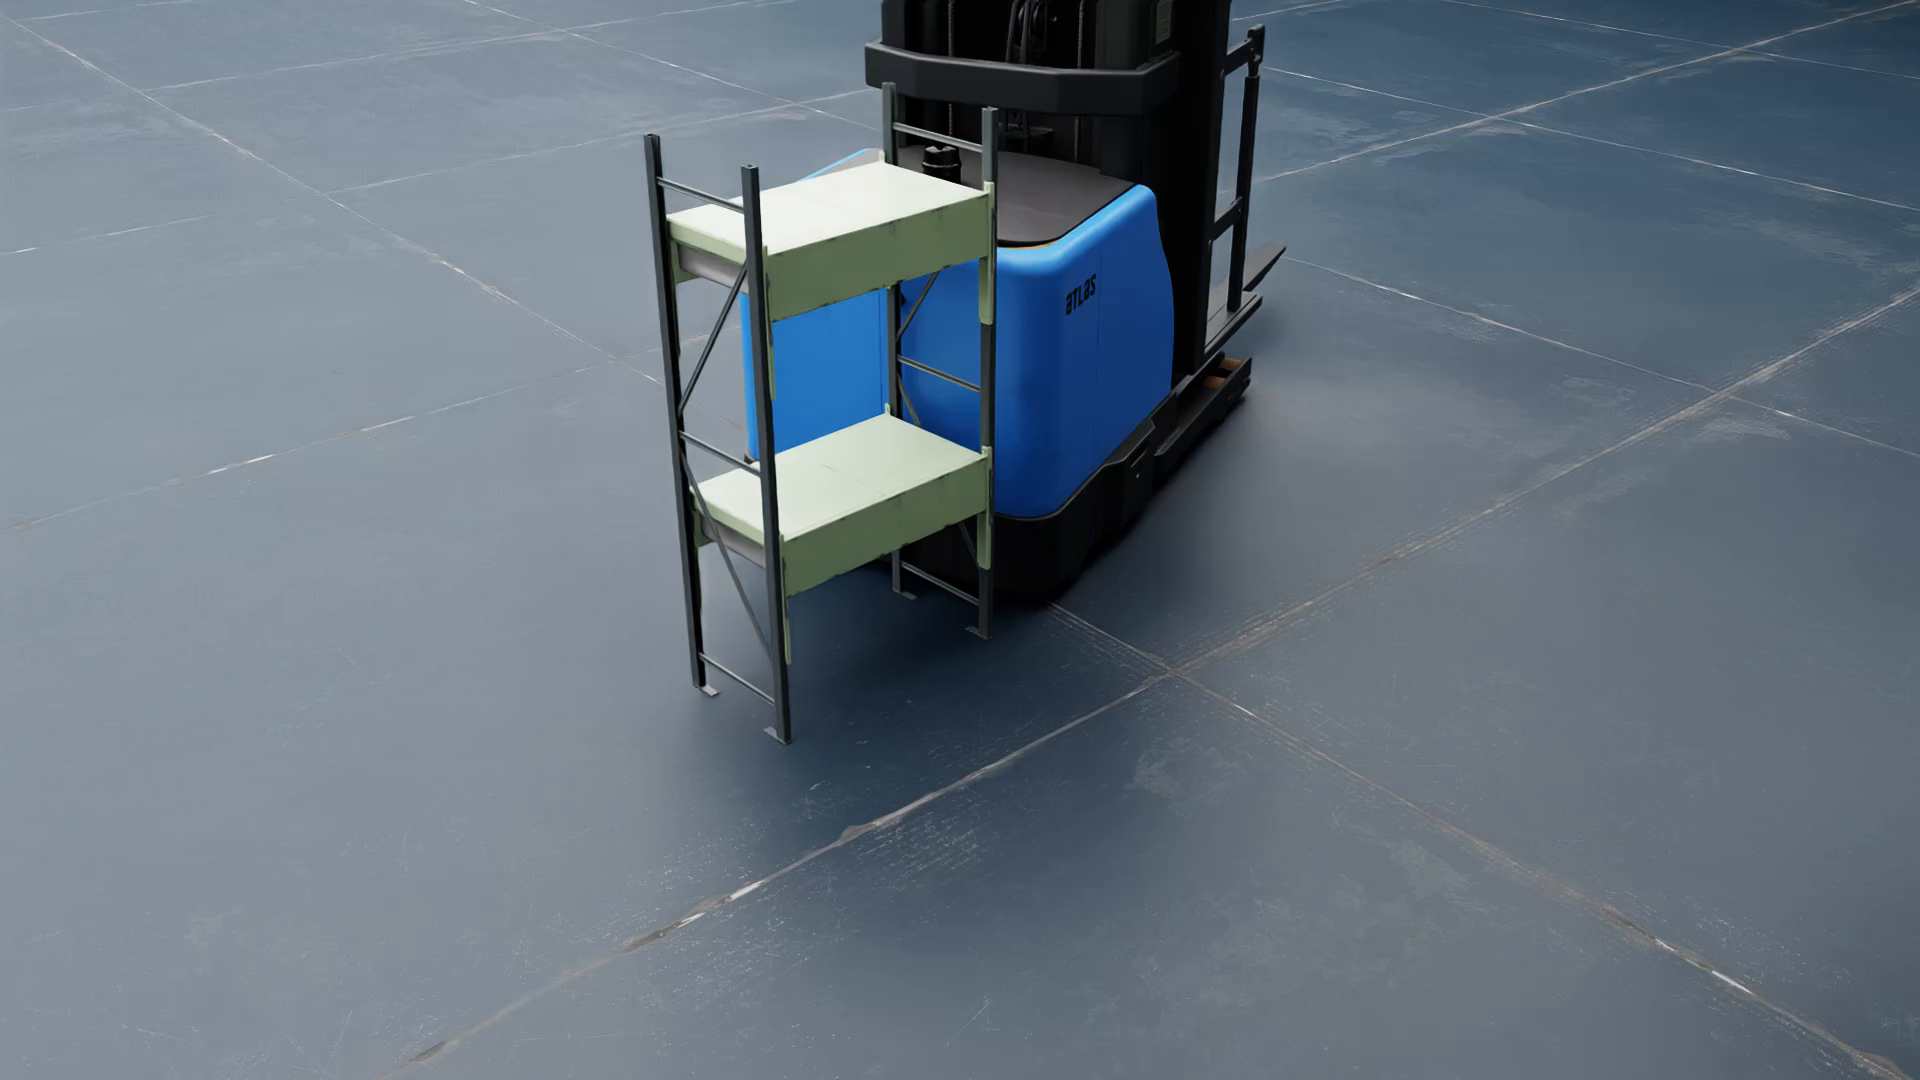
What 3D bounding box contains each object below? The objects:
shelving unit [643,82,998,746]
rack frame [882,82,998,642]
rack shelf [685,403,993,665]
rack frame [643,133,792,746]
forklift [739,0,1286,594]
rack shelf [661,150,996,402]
[{"bbox_3d":[-0.316,-0.324,4.264,0.755,1.500,0.431,-25,37,-38],"label":"shelving unit"},{"bbox_3d":[-0.054,-0.444,4.489,0.023,1.500,0.400,-25,37,-38],"label":"rack frame"},{"bbox_3d":[-0.316,-0.036,4.418,0.720,0.370,0.431,-25,37,-38],"label":"rack shelf"},{"bbox_3d":[-0.579,-0.203,4.039,0.023,1.500,0.400,-25,37,-38],"label":"rack frame"},{"bbox_3d":[0.438,-1.806,5.520,1.130,2.935,3.031,13,31,23],"label":"forklift"},{"bbox_3d":[-0.316,-0.668,4.080,0.720,0.370,0.431,-25,37,-38],"label":"rack shelf"}]
